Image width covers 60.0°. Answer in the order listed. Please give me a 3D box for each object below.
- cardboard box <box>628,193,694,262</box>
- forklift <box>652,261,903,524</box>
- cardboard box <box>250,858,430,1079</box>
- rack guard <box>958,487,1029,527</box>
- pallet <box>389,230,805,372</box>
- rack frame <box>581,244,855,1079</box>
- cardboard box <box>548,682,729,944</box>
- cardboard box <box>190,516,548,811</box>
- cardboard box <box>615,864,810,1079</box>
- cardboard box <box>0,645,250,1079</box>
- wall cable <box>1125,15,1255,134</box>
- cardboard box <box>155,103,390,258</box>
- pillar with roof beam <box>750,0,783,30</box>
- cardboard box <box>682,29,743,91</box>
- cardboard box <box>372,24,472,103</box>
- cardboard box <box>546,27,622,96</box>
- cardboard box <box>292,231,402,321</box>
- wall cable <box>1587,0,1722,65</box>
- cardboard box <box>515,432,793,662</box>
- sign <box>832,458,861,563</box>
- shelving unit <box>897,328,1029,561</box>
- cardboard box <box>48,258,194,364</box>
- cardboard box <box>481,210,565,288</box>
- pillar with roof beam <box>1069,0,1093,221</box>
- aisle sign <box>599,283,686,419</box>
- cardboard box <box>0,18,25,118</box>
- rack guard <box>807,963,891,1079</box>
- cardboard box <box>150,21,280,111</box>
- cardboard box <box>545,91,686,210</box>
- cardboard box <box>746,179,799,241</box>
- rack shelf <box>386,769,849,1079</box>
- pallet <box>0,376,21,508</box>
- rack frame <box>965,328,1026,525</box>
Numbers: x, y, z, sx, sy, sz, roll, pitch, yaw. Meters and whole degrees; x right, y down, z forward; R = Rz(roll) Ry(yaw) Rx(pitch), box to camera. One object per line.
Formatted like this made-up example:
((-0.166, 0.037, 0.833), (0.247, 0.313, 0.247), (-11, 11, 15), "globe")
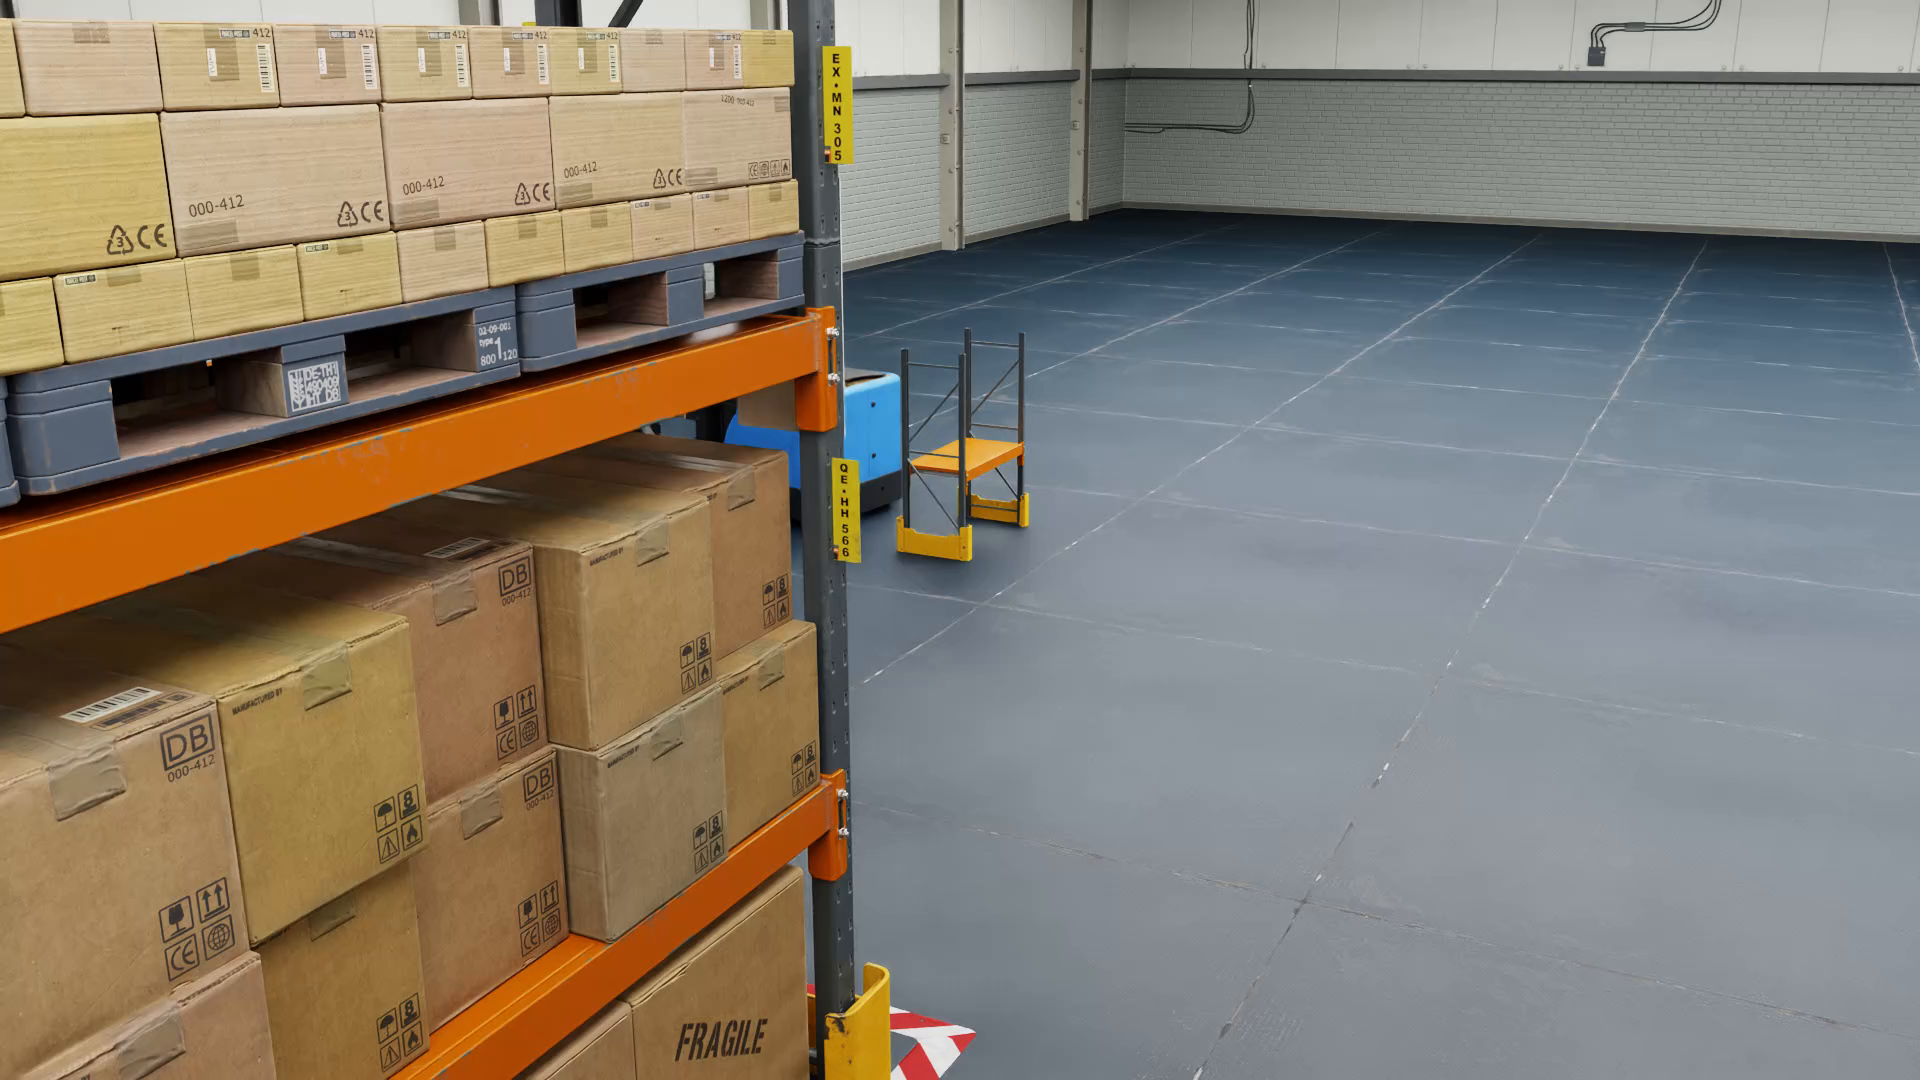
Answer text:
((-0.904, -0.803, 4.221), (0.380, 0.149, 0.250), (8, 18, 26), "cardboard box")
((-1.962, -1.810, 13.469), (3.031, 2.935, 1.130), (11, 20, 32), "forklift")
((-1.745, 0.944, 3.814), (0.875, 0.550, 0.500), (8, 18, 25), "cardboard box")
((0.257, -0.266, 12.981), (0.587, 0.250, 0.087), (8, 18, 25), "rack guard")
((-1.154, -0.699, 4.497), (1.003, 0.211, 1.213), (8, 18, 25), "pallet")
((-0.832, 0.506, 5.553), (1.000, 3.000, 0.127), (8, 18, 25), "rack frame")
((-1.183, 0.677, 4.713), (0.875, 0.550, 0.550), (8, 18, 25), "cardboard box")
((-1.567, 0.283, 4.143), (0.875, 0.550, 0.550), (8, 18, 25), "cardboard box")
((-1.075, 1.504, 5.185), (0.875, 0.875, 0.875), (8, 18, 26), "cardboard box")
((-1.917, 0.571, 3.174), (0.875, 0.550, 0.550), (8, 18, 25), "cardboard box")
((5.040, -10.277, 36.774), (3.097, 2.526, 0.112), (8, 18, 25), "wall cable")
((-1.475, -0.708, 3.200), (0.500, 0.250, 0.500), (8, 18, 26), "cardboard box")
((1.030, -7.579, 22.237), (9.100, 9.000, 0.400), (8, 18, 25), "pillar with roof beam")
((-0.791, -1.251, 4.326), (0.380, 0.149, 0.250), (8, 18, 26), "cardboard box")
((-1.247, -0.990, 3.449), (0.380, 0.149, 0.250), (8, 18, 25), "cardboard box")
((-1.020, -1.119, 3.883), (0.380, 0.149, 0.250), (8, 19, 26), "cardboard box")
((-1.359, -0.545, 3.349), (0.380, 0.149, 0.250), (8, 18, 26), "cardboard box")
((13.526, -12.184, 31.767), (2.305, 6.003, 0.169), (8, 18, 25), "wall cable")
((-1.032, 0.006, 5.076), (0.875, 0.550, 0.550), (8, 18, 25), "cardboard box")
((-0.352, -0.090, 5.110), (0.100, 0.325, 0.005), (8, 18, 25), "sign")
((0.034, -0.738, 12.376), (0.587, 1.500, 1.083), (8, 18, 25), "shelving unit")
((-1.585, -0.416, 2.917), (0.380, 0.149, 0.250), (8, 18, 25), "cardboard box")
((-1.132, -0.674, 3.784), (0.380, 0.149, 0.250), (8, 18, 25), "cardboard box")
((6.392, -10.636, 32.528), (9.100, 9.000, 0.400), (8, 18, 25), "pillar with roof beam")
((-1.068, -0.796, 5.372), (0.394, 0.787, 0.004), (8, 18, 25), "aisle sign")
((-1.698, -0.734, 2.585), (0.380, 0.149, 0.250), (8, 18, 26), "cardboard box")
((-0.821, 1.698, 5.929), (1.175, 0.500, 0.348), (8, 18, 25), "rack guard")
((-1.472, -0.861, 3.015), (0.380, 0.149, 0.250), (8, 18, 25), "cardboard box")
((-1.025, -0.964, 4.062), (0.500, 0.250, 0.500), (8, 18, 25), "cardboard box")
((-0.677, -0.933, 4.657), (0.380, 0.149, 0.250), (8, 18, 25), "cardboard box")
((-1.725, 1.360, 3.940), (1.077, 0.370, 4.000), (8, 18, 25), "rack shelf")
((-2.244, -0.078, 2.405), (1.003, 0.211, 1.213), (8, 18, 25), "pallet")
((0.265, -0.870, 12.820), (0.500, 1.500, 0.032), (8, 18, 25), "rack frame")
